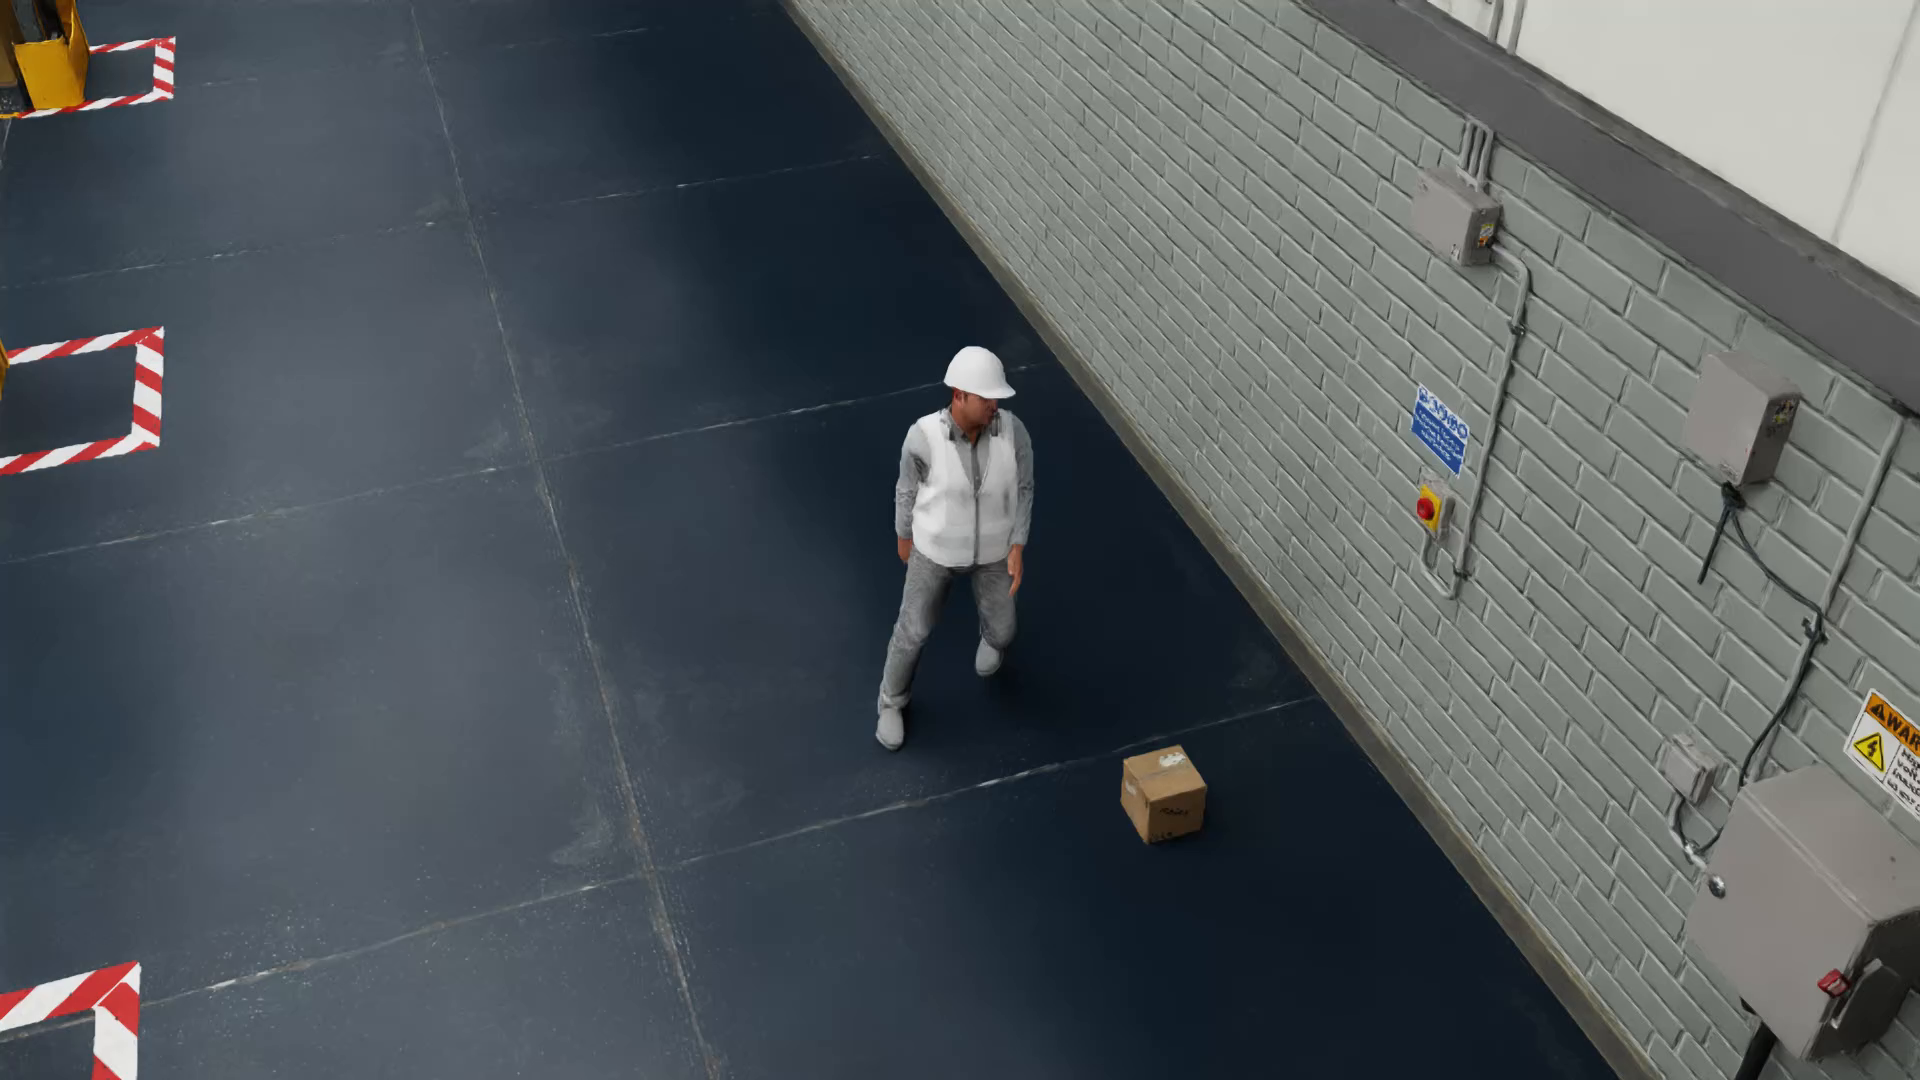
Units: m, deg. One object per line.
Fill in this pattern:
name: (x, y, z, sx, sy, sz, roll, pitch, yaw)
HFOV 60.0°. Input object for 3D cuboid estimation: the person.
person: (-0.054, 0.026, 6.753, 0.714, 1.749, 0.582, -10, 39, -13)
